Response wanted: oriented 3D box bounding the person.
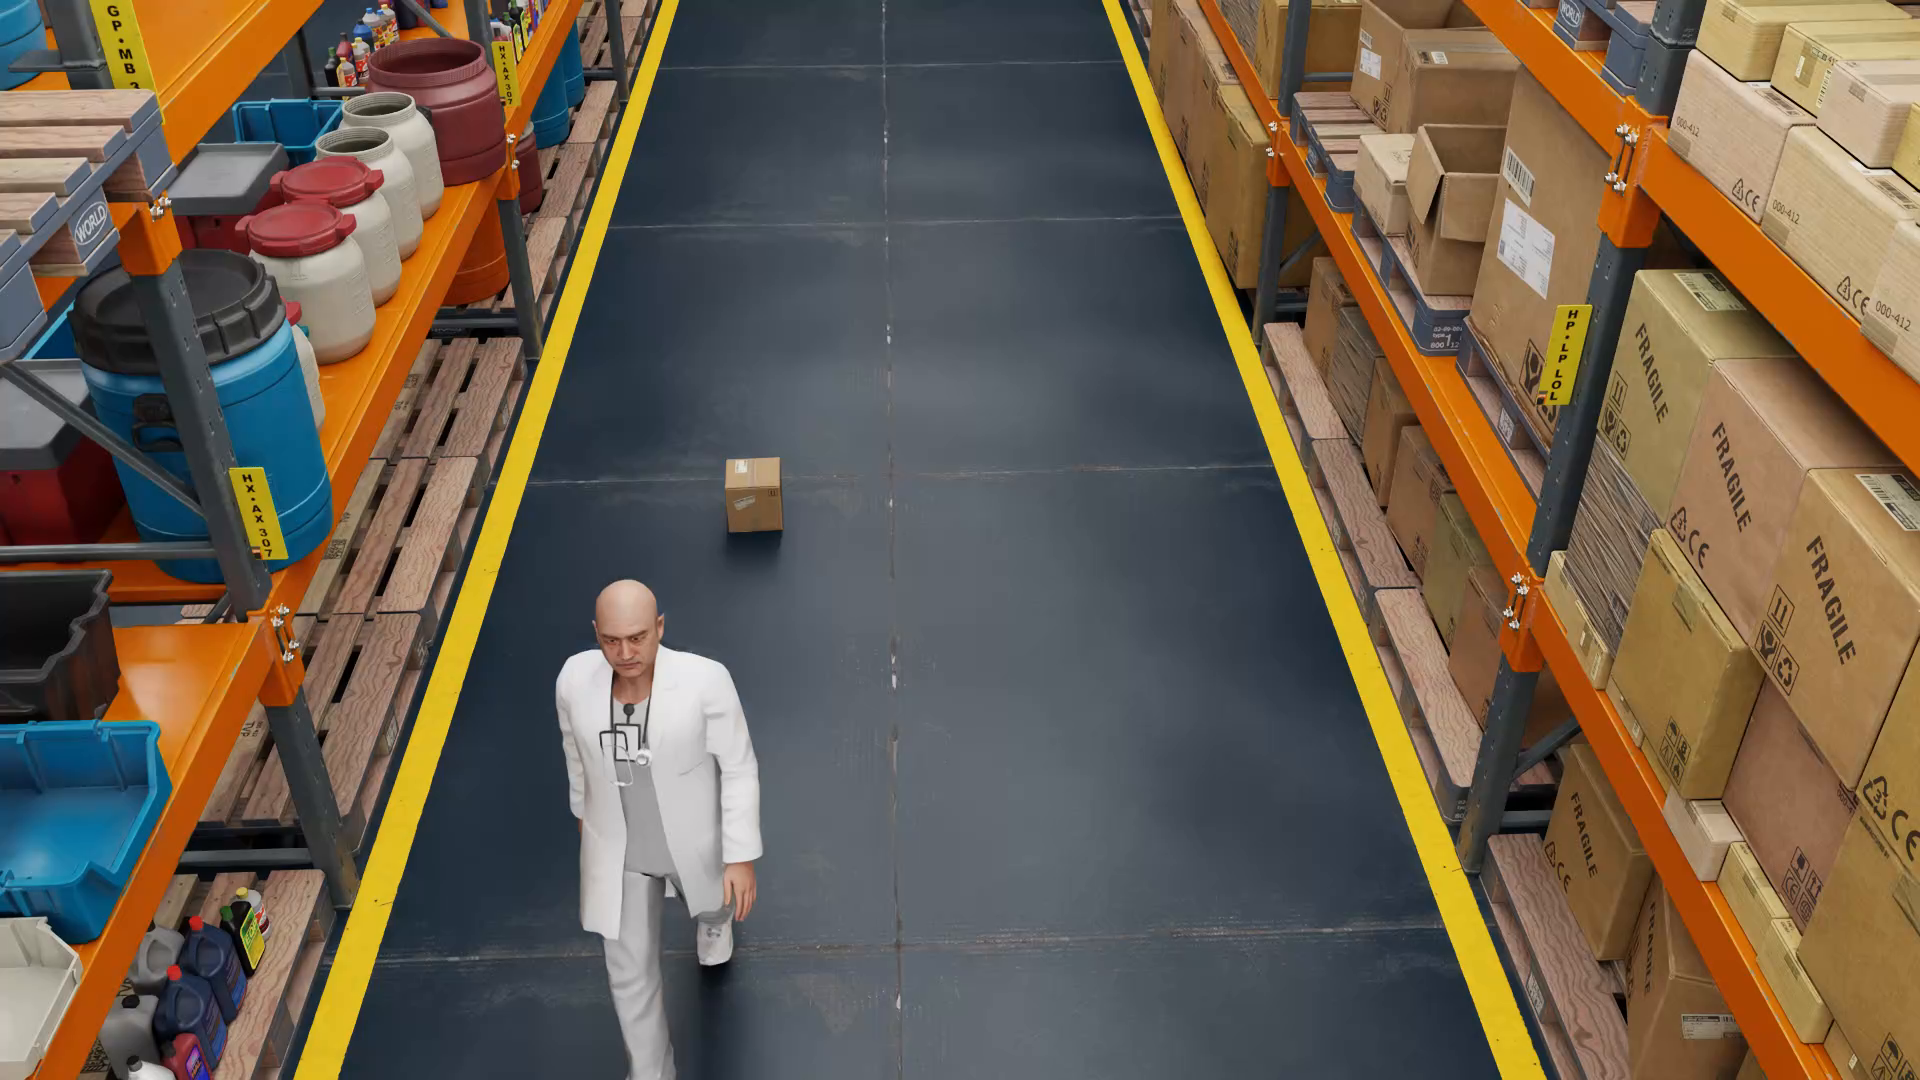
[{"bbox_3d":[-0.873,0.872,4.901,0.609,1.733,1.102,0,35,0],"label":"person"}]
